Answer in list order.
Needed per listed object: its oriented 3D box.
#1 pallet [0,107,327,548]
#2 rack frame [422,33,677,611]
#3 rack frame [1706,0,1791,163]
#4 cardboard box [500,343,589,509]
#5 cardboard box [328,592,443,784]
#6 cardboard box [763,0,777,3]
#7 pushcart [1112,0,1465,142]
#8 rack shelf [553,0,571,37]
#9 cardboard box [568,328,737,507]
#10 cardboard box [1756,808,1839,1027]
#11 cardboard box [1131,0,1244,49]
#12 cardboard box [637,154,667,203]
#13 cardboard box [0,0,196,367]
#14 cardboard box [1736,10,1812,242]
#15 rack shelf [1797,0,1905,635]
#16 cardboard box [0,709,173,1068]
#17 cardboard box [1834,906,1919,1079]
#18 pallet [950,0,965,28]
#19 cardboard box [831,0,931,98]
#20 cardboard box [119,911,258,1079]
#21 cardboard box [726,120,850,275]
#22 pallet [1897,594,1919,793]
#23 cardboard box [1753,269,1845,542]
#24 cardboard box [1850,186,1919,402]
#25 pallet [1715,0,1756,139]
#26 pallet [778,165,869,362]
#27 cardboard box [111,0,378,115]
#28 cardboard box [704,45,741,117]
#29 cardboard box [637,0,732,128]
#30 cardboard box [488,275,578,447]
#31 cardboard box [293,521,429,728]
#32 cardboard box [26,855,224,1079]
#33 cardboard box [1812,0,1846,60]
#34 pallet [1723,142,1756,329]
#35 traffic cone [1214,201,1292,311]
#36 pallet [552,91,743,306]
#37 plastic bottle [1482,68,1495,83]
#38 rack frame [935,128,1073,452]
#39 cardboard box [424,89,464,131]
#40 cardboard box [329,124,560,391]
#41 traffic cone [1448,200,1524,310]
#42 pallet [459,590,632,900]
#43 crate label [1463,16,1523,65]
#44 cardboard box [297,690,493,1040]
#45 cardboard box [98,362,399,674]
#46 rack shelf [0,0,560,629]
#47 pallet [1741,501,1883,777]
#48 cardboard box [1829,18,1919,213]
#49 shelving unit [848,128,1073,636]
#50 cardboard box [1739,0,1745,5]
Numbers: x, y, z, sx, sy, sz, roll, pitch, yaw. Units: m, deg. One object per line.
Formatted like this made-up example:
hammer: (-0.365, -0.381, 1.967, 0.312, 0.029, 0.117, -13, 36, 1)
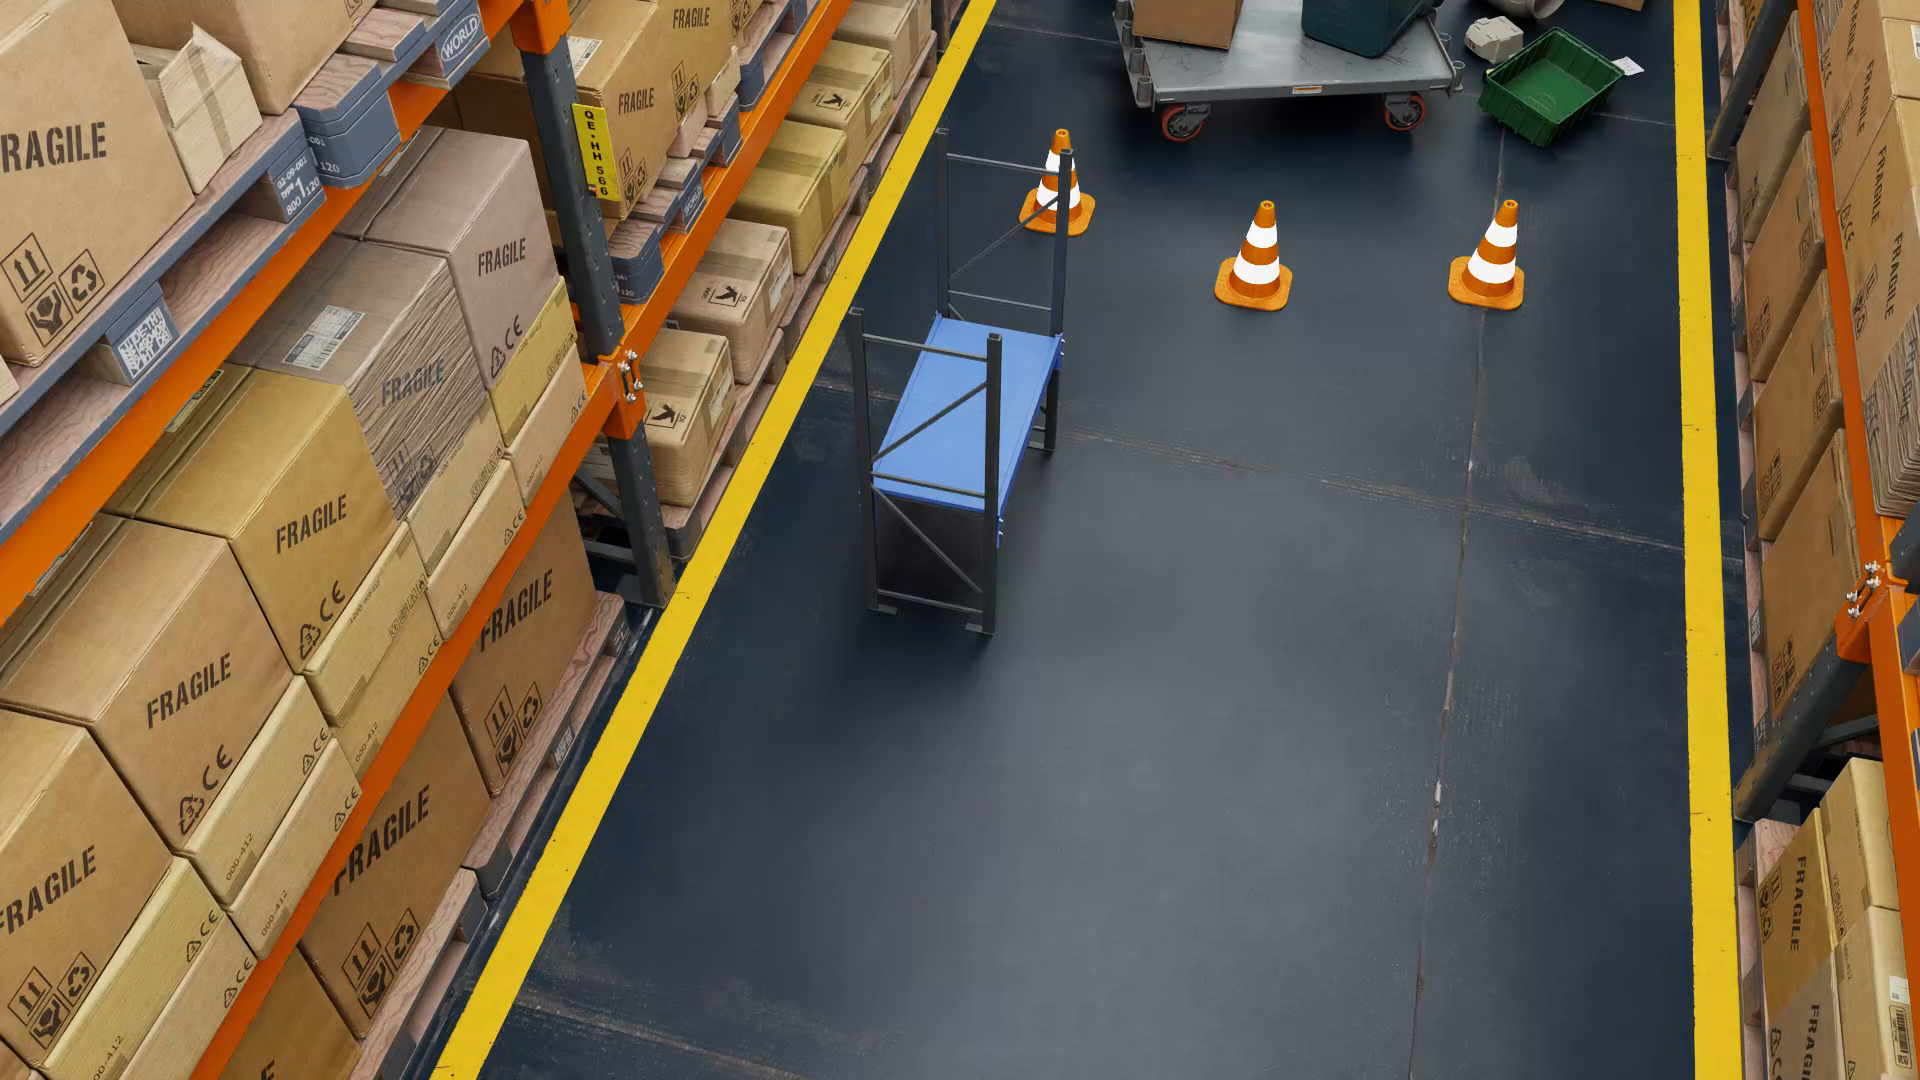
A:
pallet: (-2.015, -0.507, 3.241, 1.003, 0.211, 1.213, 14, 50, 12)
rack frame: (-1.605, -0.862, 5.429, 1.000, 3.000, 0.127, 12, 50, 10)
rack frame: (4.250, -2.852, 7.185, 1.000, 3.000, 0.127, 12, 50, 10)
cardboard box: (-1.488, -0.396, 5.117, 0.500, 0.250, 0.500, 10, 49, 9)
cardboard box: (-1.755, 0.338, 4.470, 0.500, 0.250, 0.500, 11, 50, 10)
cardboard box: (-0.868, -2.276, 6.564, 0.380, 0.149, 0.250, 13, 50, 11)
pushcart: (1.660, -2.474, 8.601, 1.648, 0.377, 0.936, -4, 49, -3)
rack shelf: (-1.079, -3.063, 5.851, 1.077, 0.370, 4.000, 12, 50, 10)
cardboard box: (-1.447, -0.538, 6.616, 0.950, 0.372, 0.625, 9, 49, 7)
cardboard box: (2.765, 1.191, 5.004, 0.500, 0.500, 0.500, 10, 49, 8)
cardboard box: (1.173, -2.849, 8.345, 0.500, 0.500, 0.500, 12, 50, 10)
cardboard box: (-1.234, -1.314, 5.716, 0.380, 0.149, 0.250, 9, 49, 8)
cardboard box: (-1.789, -0.695, 2.934, 0.500, 0.500, 0.500, 12, 50, 10)
cardboard box: (4.173, -1.780, 7.459, 1.050, 0.750, 0.750, 11, 50, 10)
rack shelf: (3.723, -1.167, 6.178, 1.077, 0.370, 4.000, 12, 50, 10)
cardboard box: (-2.023, 0.670, 3.343, 0.500, 0.500, 0.500, 10, 49, 9)
cardboard box: (2.648, 1.299, 4.408, 0.500, 0.250, 0.500, 11, 49, 10)
pallet: (-0.410, -3.325, 9.463, 1.003, 0.211, 1.213, 12, 50, 10)
cardboard box: (-0.688, -2.645, 8.475, 0.950, 0.372, 0.625, 12, 50, 11)
cardboard box: (-2.003, 1.072, 3.822, 0.500, 0.250, 0.500, 11, 50, 10)
cardboard box: (-1.055, -1.621, 7.571, 0.950, 0.372, 0.625, 13, 50, 11)
pallet: (3.112, 0.642, 4.230, 1.213, 0.211, 1.003, 12, 50, 10)
cardboard box: (3.671, -0.409, 6.249, 1.050, 0.750, 0.750, 12, 50, 11)
cardboard box: (3.189, -0.731, 5.247, 0.500, 0.500, 0.500, 12, 50, 10)
pallet: (4.525, -2.464, 8.702, 1.003, 0.211, 1.213, 12, 50, 10)
pallet: (-1.075, -1.384, 7.750, 1.003, 0.211, 1.213, 12, 50, 10)
cardboard box: (-1.683, -1.273, 3.444, 0.700, 0.500, 0.500, 9, 49, 8)
cardboard box: (-1.025, -1.698, 6.054, 0.380, 0.149, 0.250, 12, 50, 10)
cardboard box: (-1.133, -1.791, 5.704, 0.500, 0.500, 0.500, 14, 50, 12)
cardboard box: (-1.488, -0.577, 4.944, 0.500, 0.250, 0.500, 11, 50, 10)
cardboard box: (-1.734, 0.168, 4.286, 0.500, 0.250, 0.500, 10, 49, 9)
cardboard box: (-2.002, 0.910, 3.631, 0.500, 0.250, 0.500, 12, 50, 11)
cardboard box: (3.719, -2.192, 6.536, 0.500, 0.500, 0.500, 12, 50, 10)
pallet: (4.119, -1.356, 7.725, 1.003, 0.211, 1.213, 12, 50, 10)
traffic cone: (1.360, -1.336, 7.539, 0.336, 0.463, 0.334, 12, 50, 10)
pallet: (-1.520, -1.335, 5.975, 1.213, 0.211, 1.003, 12, 50, 10)
plastic bottle: (2.866, -2.377, 8.726, 0.133, 0.061, 0.283, -11, 50, -10)
rack frame: (0.156, -0.926, 6.486, 0.500, 1.500, 0.032, 12, 50, 10)
cardboard box: (-1.754, -1.516, 5.461, 0.500, 0.500, 0.500, 10, 49, 9)
cardboard box: (-1.489, -0.801, 4.641, 0.500, 0.500, 0.500, 10, 49, 9)
traffic cone: (2.440, -1.340, 7.543, 0.336, 0.463, 0.334, 12, 50, 10)
pallet: (-1.885, 0.616, 5.984, 1.003, 0.211, 1.213, 12, 50, 10)
crate label: (2.880, -2.704, 8.964, 0.298, 0.136, 0.250, -19, 51, -16)
cardboard box: (-2.106, 0.829, 5.073, 0.875, 0.875, 0.875, 12, 50, 10)
cardboard box: (-1.753, -0.070, 3.996, 0.500, 0.500, 0.500, 12, 50, 10)
rack shelf: (-2.132, -0.170, 3.297, 1.077, 0.370, 4.000, 12, 50, 10)
pallet: (3.477, 0.409, 6.167, 1.003, 0.211, 1.213, 12, 50, 10)
cardboard box: (3.451, -1.464, 5.894, 0.500, 0.500, 0.500, 12, 50, 11)
shelving unit: (0.022, -0.558, 6.161, 0.538, 1.500, 1.048, 12, 50, 10)
cardboard box: (4.716, -3.381, 8.790, 0.875, 0.875, 0.875, 12, 50, 10)
